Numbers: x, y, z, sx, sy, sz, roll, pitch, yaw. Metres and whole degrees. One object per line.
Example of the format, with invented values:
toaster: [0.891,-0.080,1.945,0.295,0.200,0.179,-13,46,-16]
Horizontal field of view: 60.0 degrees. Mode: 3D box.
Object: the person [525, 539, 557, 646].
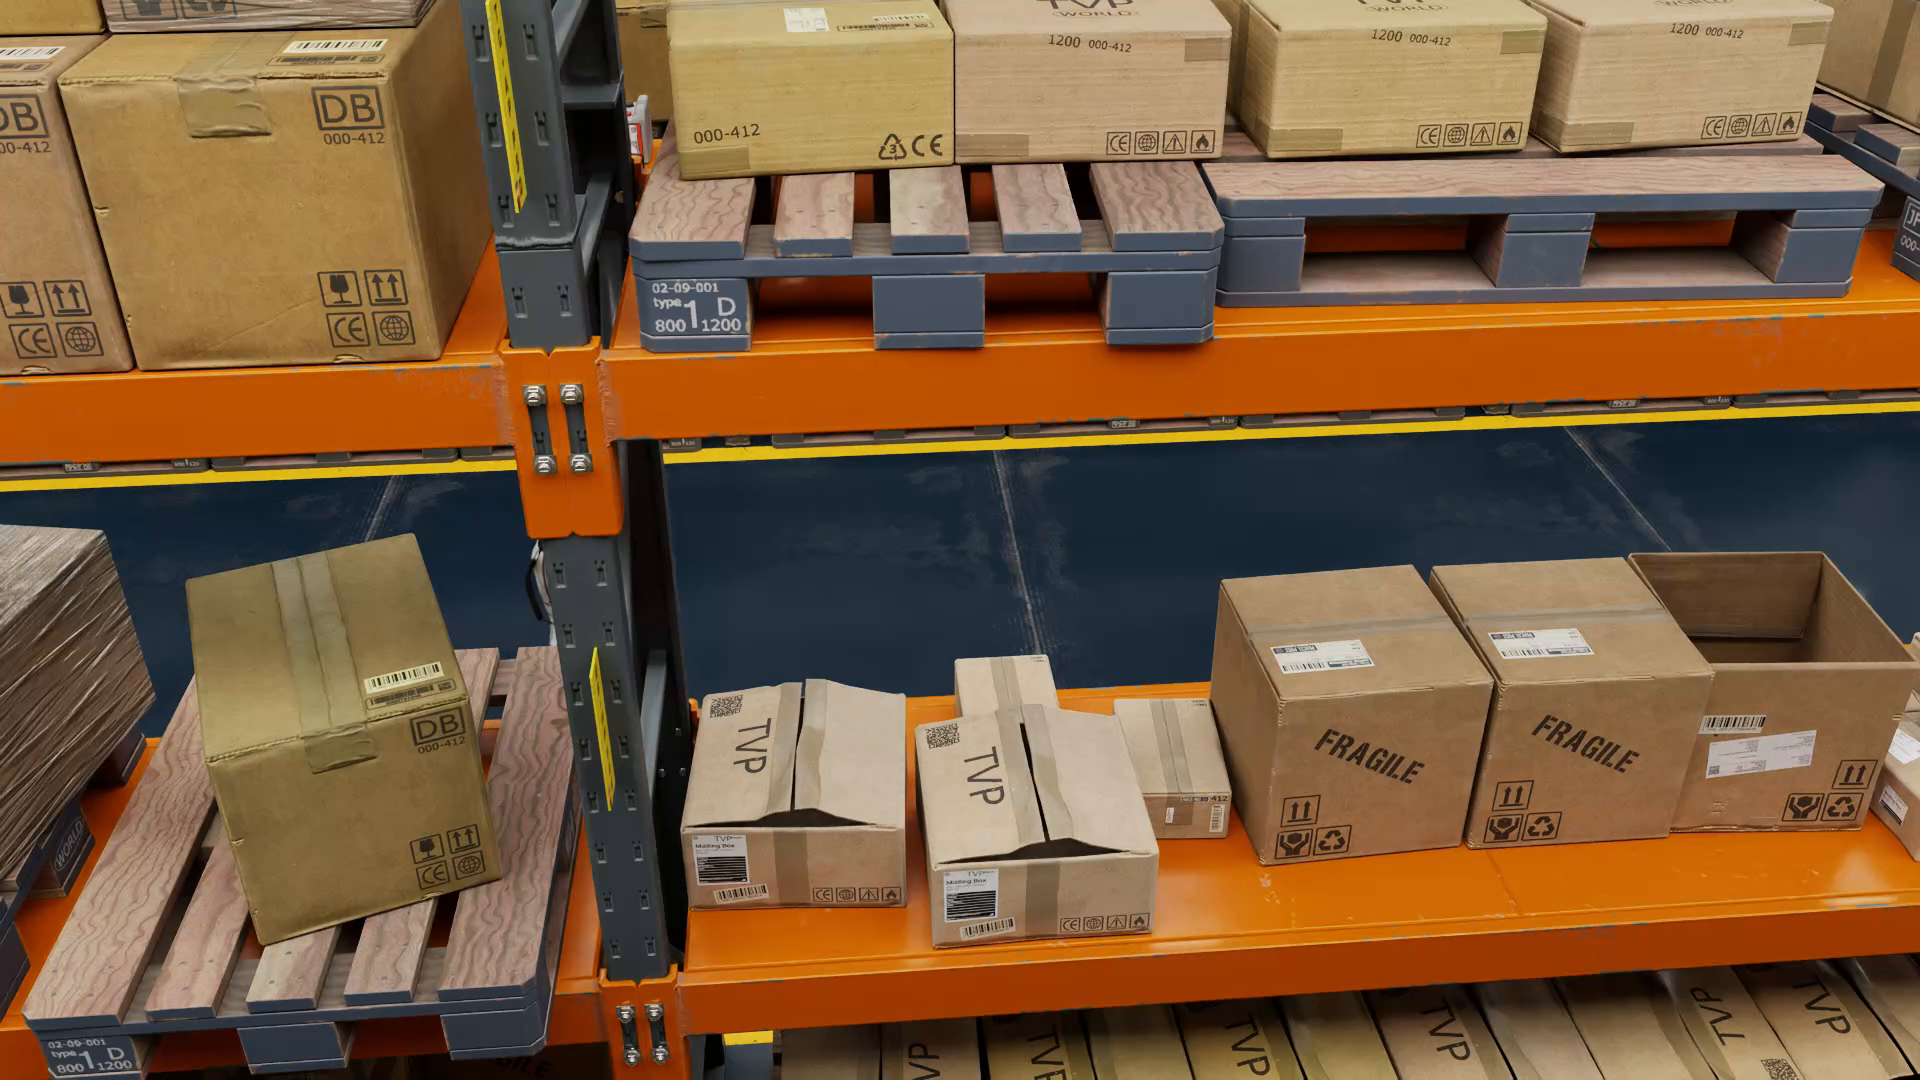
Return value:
person: [-1.228,0.349,5.565,0.329,1.669,0.468,-2,31,-3]
